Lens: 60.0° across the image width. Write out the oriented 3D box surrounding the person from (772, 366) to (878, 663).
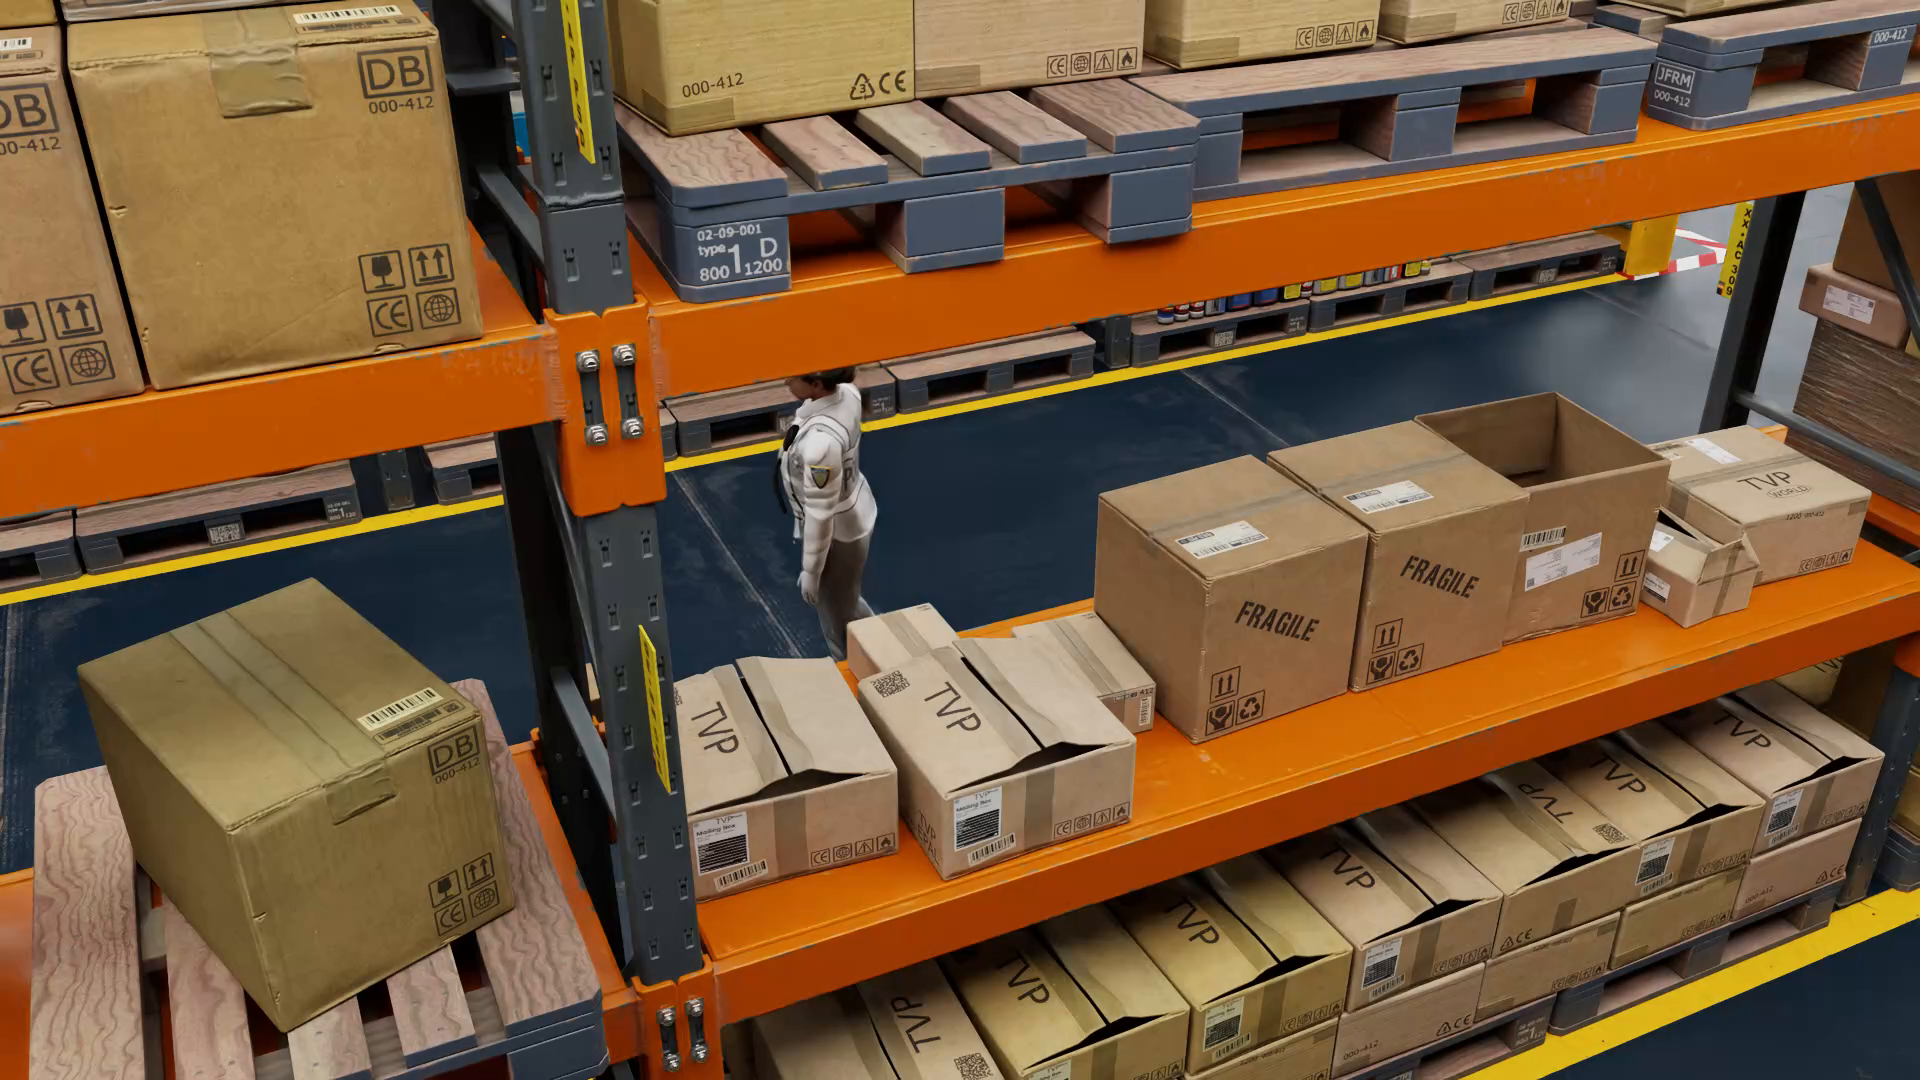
[{"bbox_3d":[-0.426,-0.030,6.143,0.421,1.667,0.609,4,30,6],"label":"person"}]
